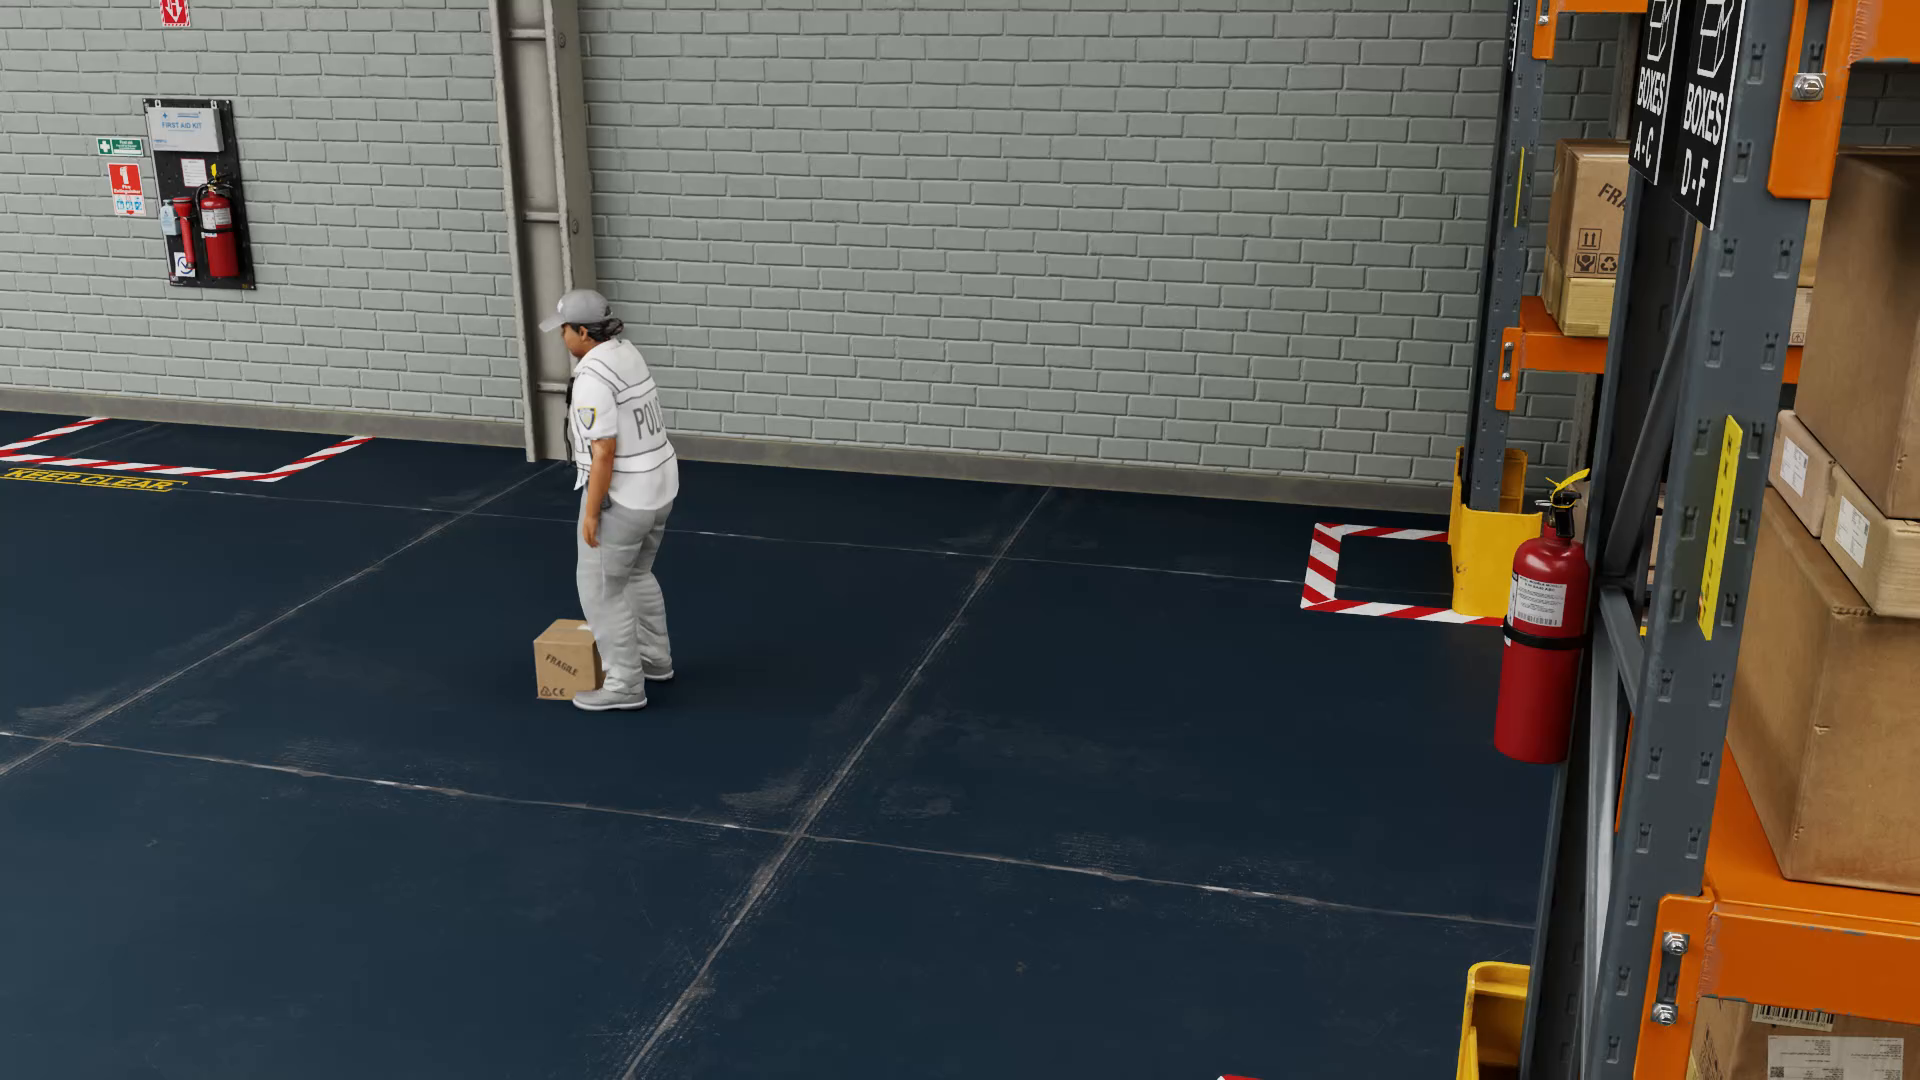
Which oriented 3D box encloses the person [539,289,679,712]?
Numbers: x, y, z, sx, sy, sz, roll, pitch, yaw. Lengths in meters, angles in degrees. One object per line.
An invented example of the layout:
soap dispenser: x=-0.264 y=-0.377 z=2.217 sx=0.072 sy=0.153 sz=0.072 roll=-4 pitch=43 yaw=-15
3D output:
person: x=-1.359 y=-0.164 z=6.543 sx=0.469 sy=1.664 sz=0.547 roll=4 pitch=19 yaw=11
